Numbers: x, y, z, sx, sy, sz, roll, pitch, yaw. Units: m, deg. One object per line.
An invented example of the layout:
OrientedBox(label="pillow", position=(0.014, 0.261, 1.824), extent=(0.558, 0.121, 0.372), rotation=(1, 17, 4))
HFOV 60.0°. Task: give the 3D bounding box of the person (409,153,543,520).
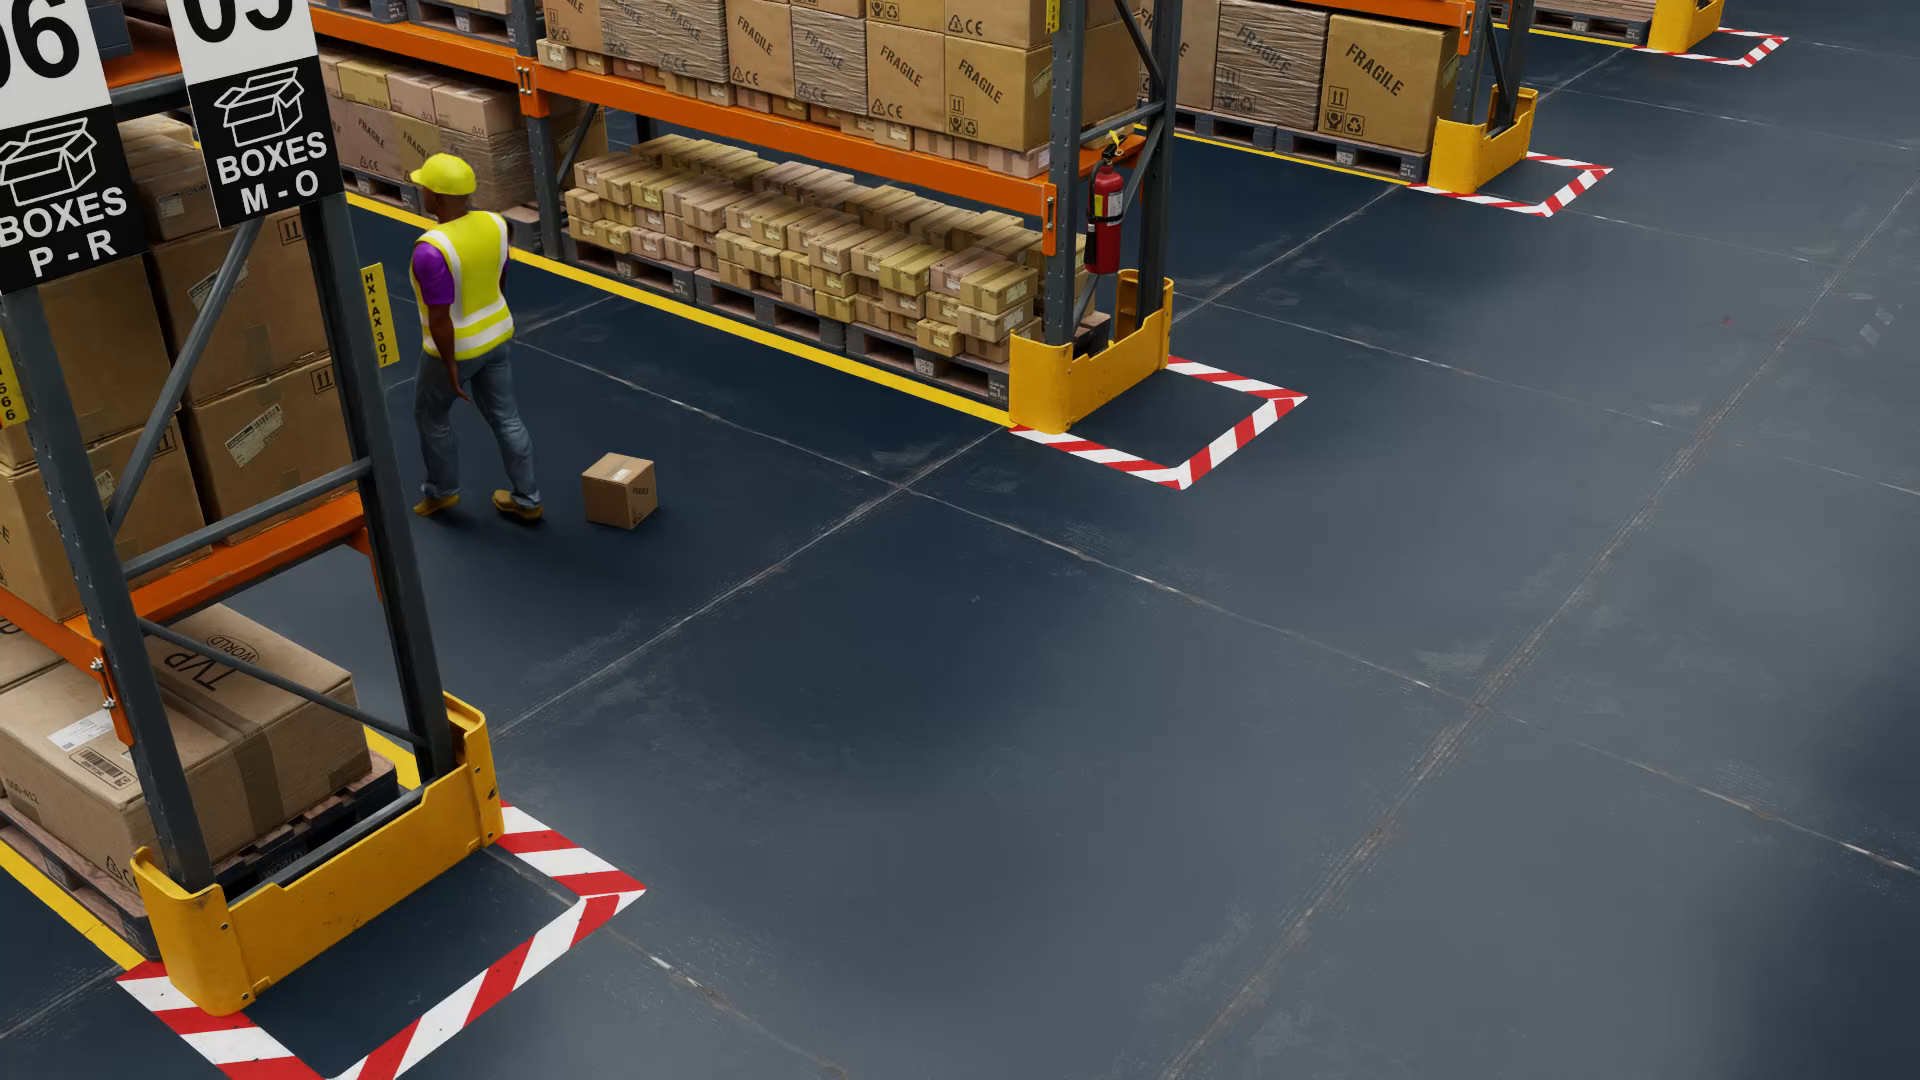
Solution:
OrientedBox(label="person", position=(-2.291, -0.894, 7.646), extent=(0.691, 1.823, 0.570), rotation=(17, 35, 27))
